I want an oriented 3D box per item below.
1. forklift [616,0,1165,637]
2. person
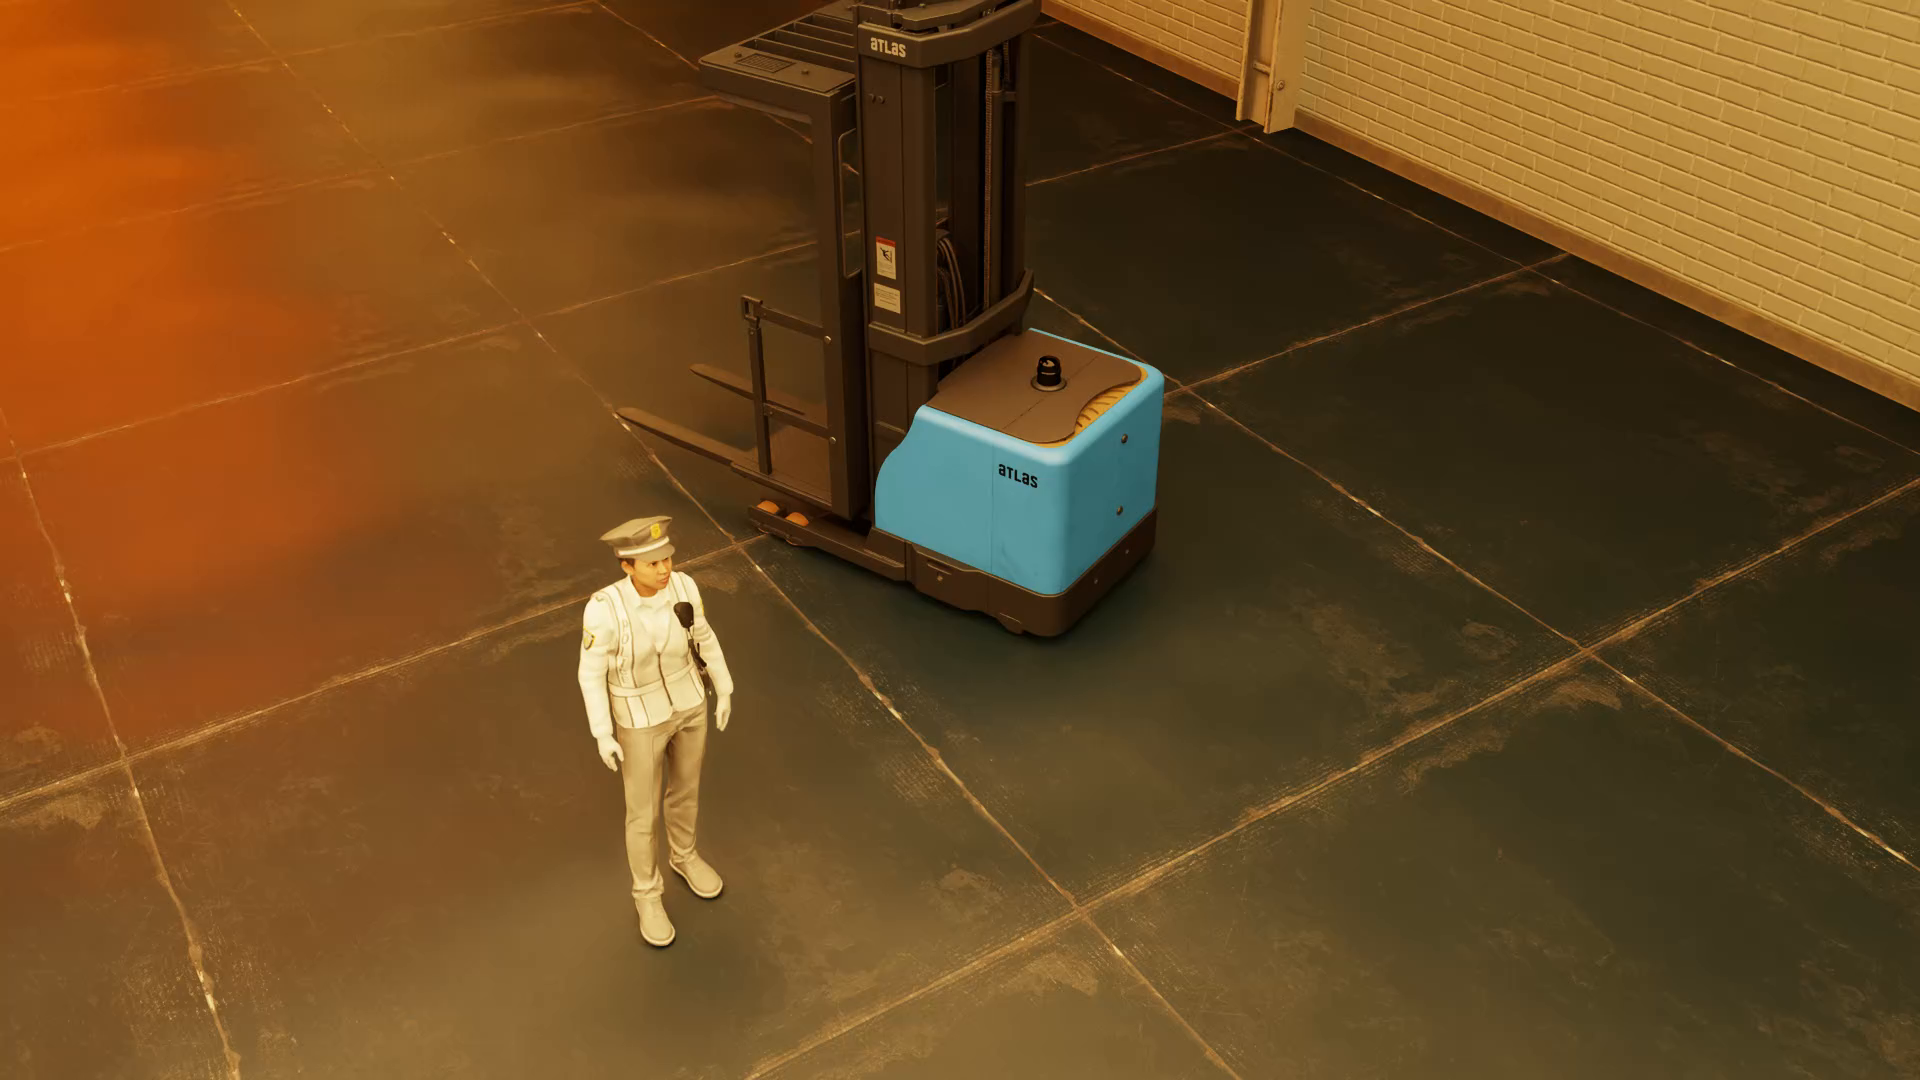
[{"bbox_3d":[-0.500,-1.399,8.138,3.031,2.935,1.130,22,41,28],"label":"forklift"},{"bbox_3d":[-1.094,0.680,6.243,0.588,1.694,0.531,-22,41,-29],"label":"person"}]
